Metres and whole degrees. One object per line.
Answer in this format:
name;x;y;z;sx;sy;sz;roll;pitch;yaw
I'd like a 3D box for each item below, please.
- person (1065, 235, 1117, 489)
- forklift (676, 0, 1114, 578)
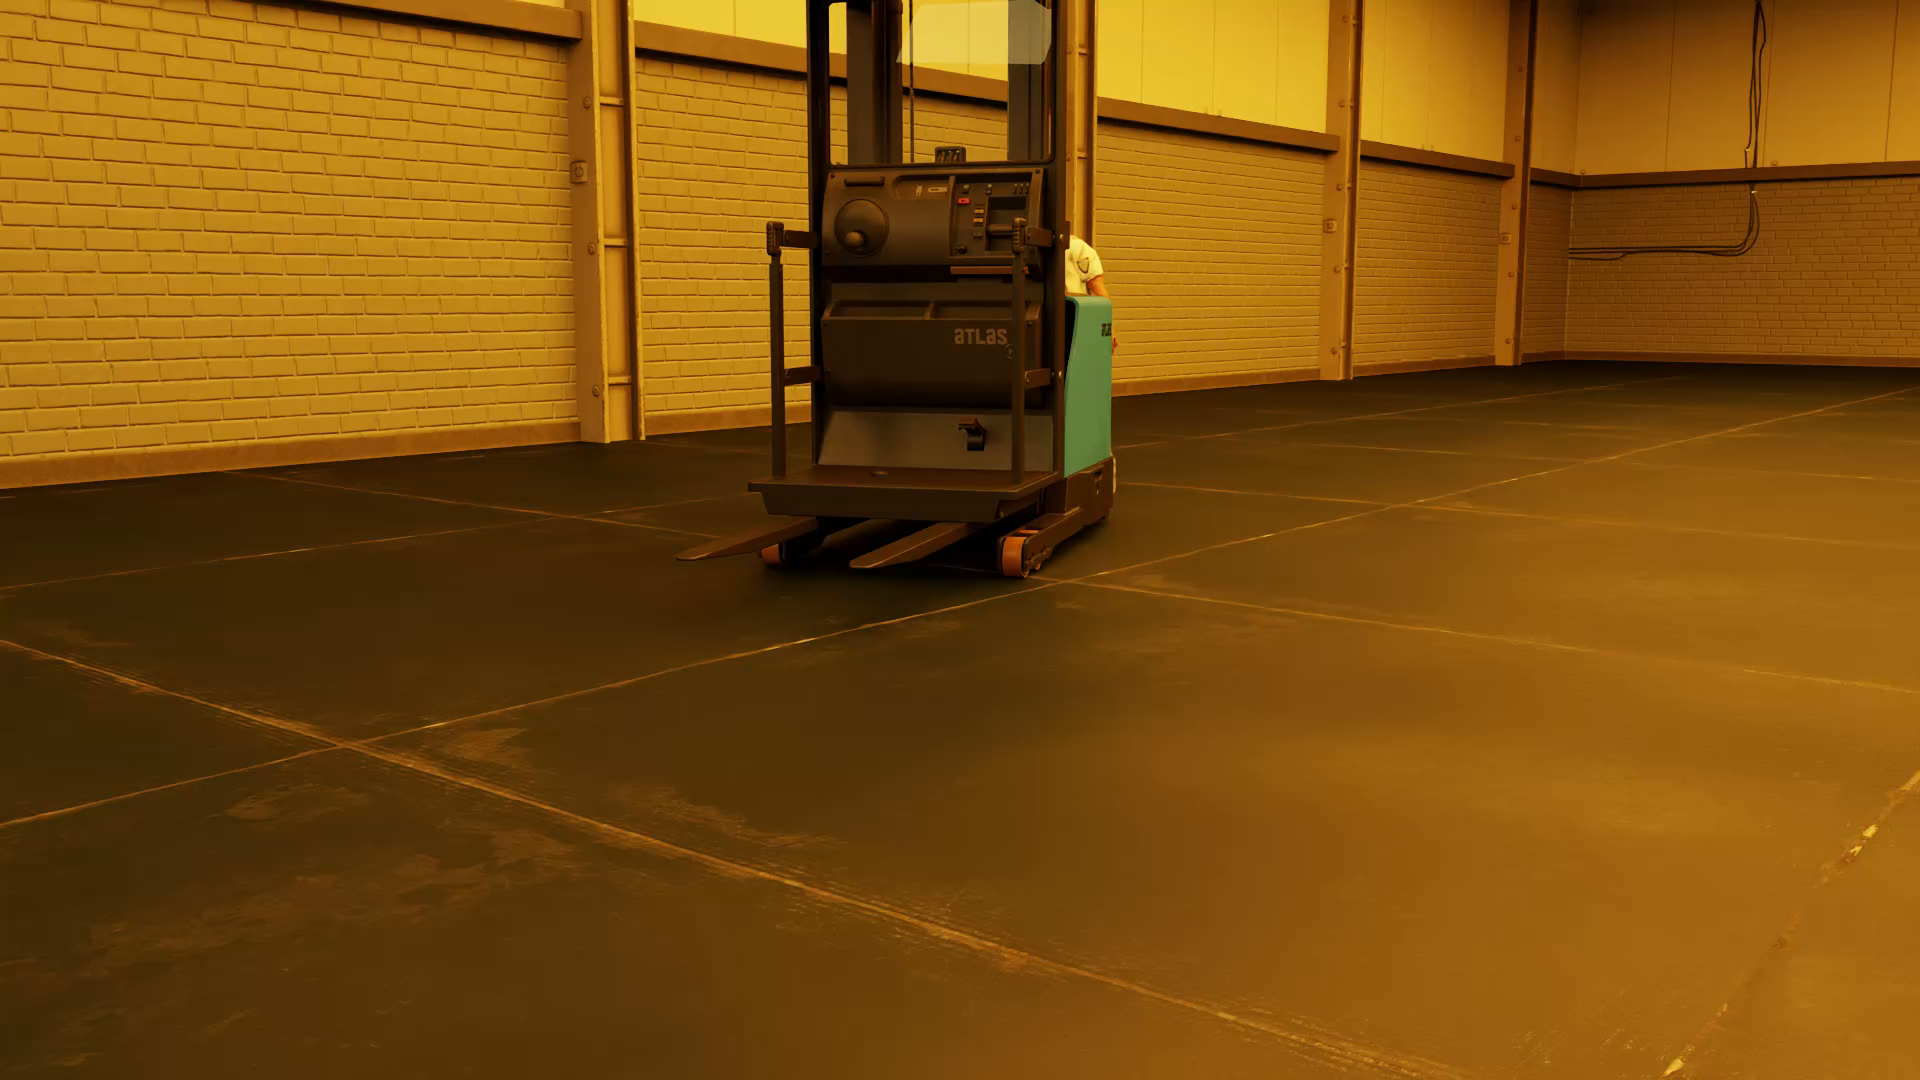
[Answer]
person;0.528;-1.091;9.285;0.840;1.626;0.443;7;11;40
forklift;-0.176;-1.366;6.616;1.130;2.935;3.031;3;9;17
